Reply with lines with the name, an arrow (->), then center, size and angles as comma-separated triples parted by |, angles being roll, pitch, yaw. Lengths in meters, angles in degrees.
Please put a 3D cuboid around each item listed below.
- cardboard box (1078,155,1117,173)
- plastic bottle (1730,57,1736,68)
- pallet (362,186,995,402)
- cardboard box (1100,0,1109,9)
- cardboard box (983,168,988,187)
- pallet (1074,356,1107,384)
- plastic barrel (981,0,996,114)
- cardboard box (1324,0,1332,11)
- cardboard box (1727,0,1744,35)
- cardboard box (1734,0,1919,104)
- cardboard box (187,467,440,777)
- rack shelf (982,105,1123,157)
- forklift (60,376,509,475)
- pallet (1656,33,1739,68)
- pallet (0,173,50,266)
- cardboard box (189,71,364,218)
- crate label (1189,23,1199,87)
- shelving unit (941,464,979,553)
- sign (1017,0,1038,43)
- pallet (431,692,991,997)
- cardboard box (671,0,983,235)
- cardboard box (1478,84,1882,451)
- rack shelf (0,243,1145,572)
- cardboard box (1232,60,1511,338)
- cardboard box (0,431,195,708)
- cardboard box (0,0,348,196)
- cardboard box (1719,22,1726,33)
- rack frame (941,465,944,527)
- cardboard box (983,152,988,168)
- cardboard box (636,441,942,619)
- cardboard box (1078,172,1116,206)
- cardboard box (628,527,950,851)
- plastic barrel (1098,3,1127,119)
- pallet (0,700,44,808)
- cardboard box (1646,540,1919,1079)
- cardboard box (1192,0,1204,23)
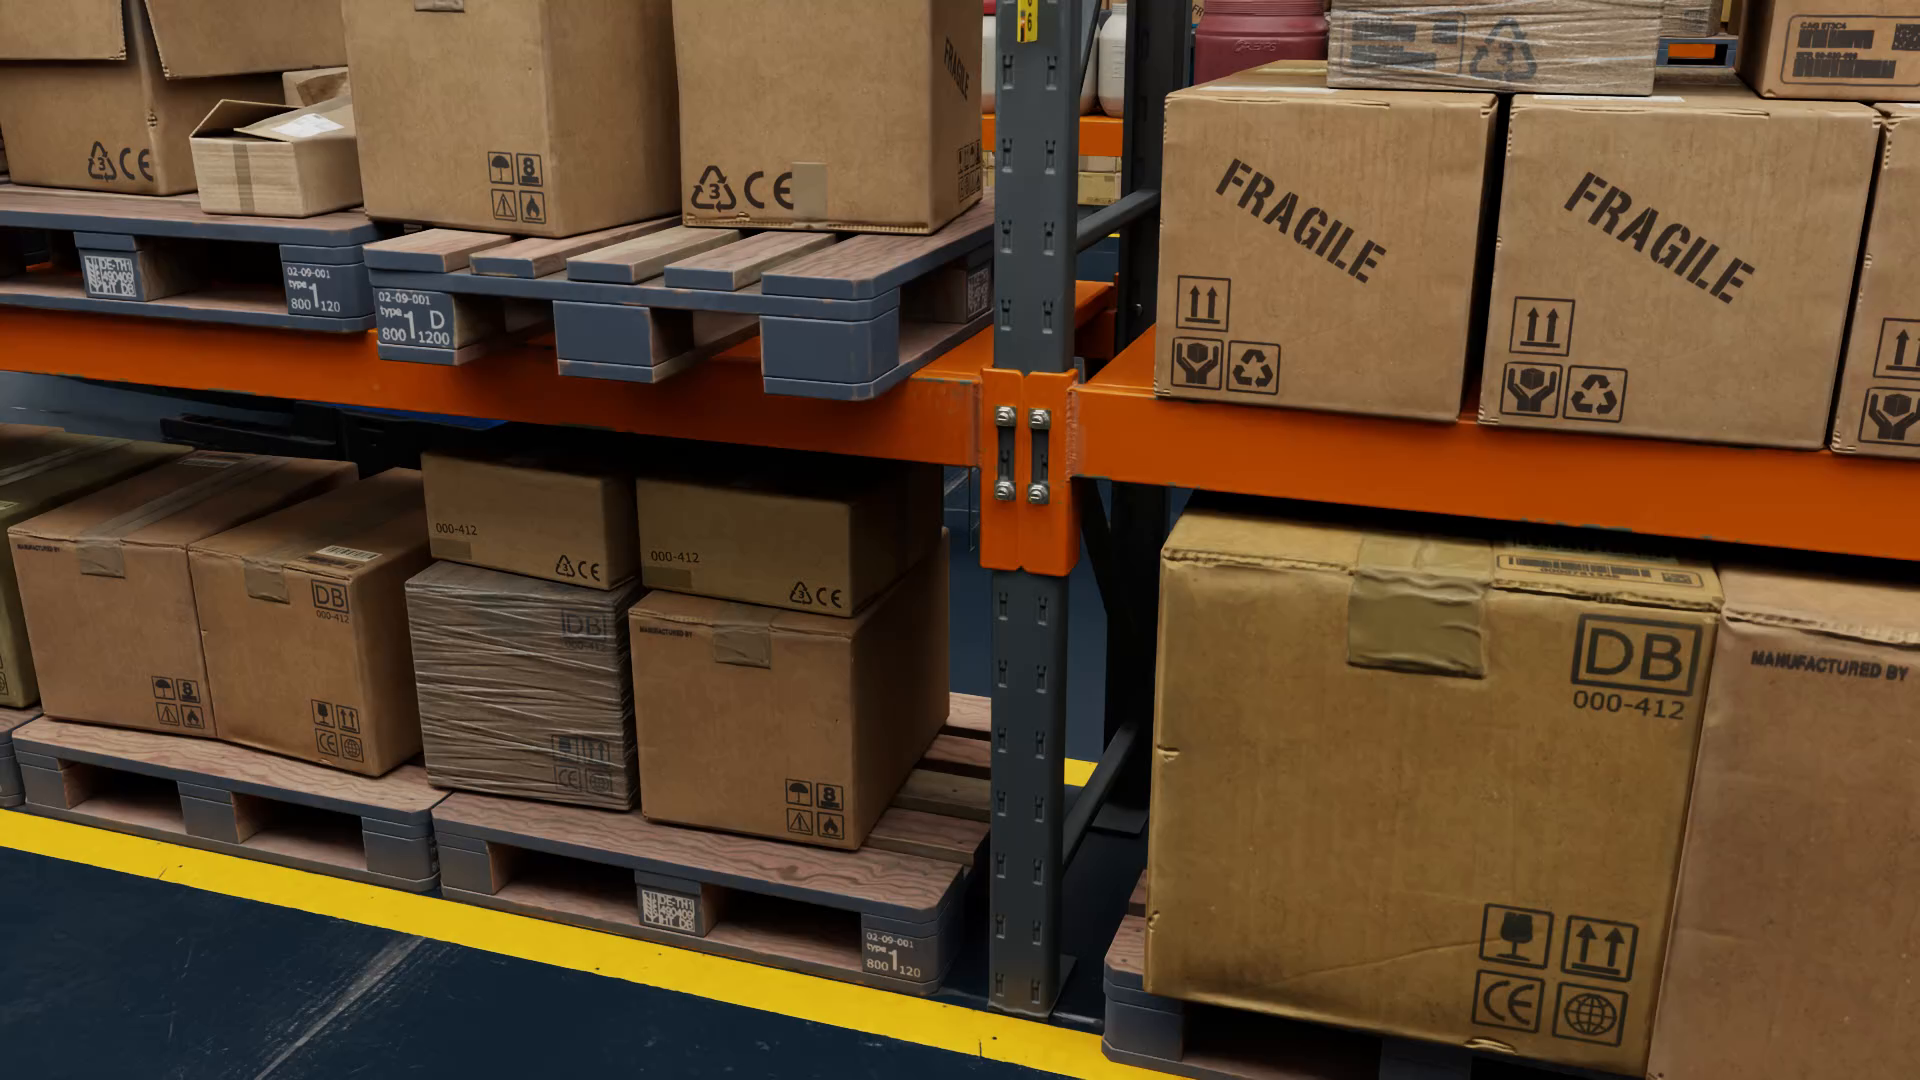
cardboard box -> 1.024, -3.058, 12.981 | 0.500, 0.311, 0.500 | 6, 20, 16
plastic bottle -> 3.506, -2.066, 7.622 | 0.133, 0.283, 0.061 | 7, 20, 18
pallet -> -0.429, -0.569, 3.442 | 1.003, 0.211, 1.213 | 7, 20, 18
cardboard box -> 0.972, -4.029, 12.927 | 0.500, 0.500, 0.500 | 8, 21, 22
cardboard box -> 0.054, -2.906, 13.396 | 0.500, 0.250, 0.500 | 6, 20, 17
pallet -> 1.185, -0.934, 8.436 | 1.213, 0.211, 1.003 | 7, 20, 18
plastic barrel -> 0.059, -2.354, 8.066 | 0.433, 0.535, 0.433 | 0, 19, 0
cardboard box -> 3.524, -5.666, 16.953 | 0.500, 0.500, 0.700 | 7, 20, 18
cardboard box -> 5.622, -3.680, 11.287 | 0.500, 0.500, 0.700 | 1, 19, 4
cardboard box -> 1.579, -0.981, 2.657 | 0.637, 0.503, 0.797 | 7, 20, 19
cardboard box -> -1.427, 0.176, 4.143 | 0.500, 0.500, 0.700 | 8, 21, 23
rack shelf -> 0.015, -2.032, 8.440 | 4.000, 0.370, 1.077 | 7, 20, 18
forklift -> -2.848, -1.869, 6.984 | 3.031, 2.935, 1.130 | 9, 21, 25
pallet -> 5.372, -3.396, 11.552 | 1.213, 0.211, 1.003 | 7, 20, 18
pallet -> -2.826, -0.829, 4.189 | 1.213, 0.211, 1.003 | 7, 20, 18
cardboard box -> -1.385, -0.846, 3.513 | 0.258, 0.266, 0.396 | 6, 20, 17
crate label -> 1.054, -2.363, 8.246 | 0.616, 0.435, 0.502 | 7, 20, 18
shelving unit -> -0.014, -0.568, 5.883 | 0.189, 1.200, 0.258 | 7, 20, 18
sign -> 0.110, -0.955, 2.620 | 0.005, 0.325, 0.100 | 7, 20, 18
pallet -> -0.459, 0.617, 3.987 | 1.213, 0.211, 1.003 | 7, 20, 18
cardboard box -> -0.245, -0.907, 3.330 | 0.500, 0.500, 0.500 | 4, 20, 11
cardboard box -> 1.136, -0.470, 2.717 | 0.500, 0.500, 0.500 | 6, 20, 17
rack shelf -> -1.611, -0.492, 4.022 | 4.000, 0.370, 1.077 | 7, 20, 18
cardboard box -> 0.826, -0.686, 3.336 | 0.500, 0.500, 0.500 | 7, 20, 20
cardboard box -> -2.483, 0.056, 4.489 | 0.500, 0.500, 0.700 | 6, 20, 18
cardboard box -> -1.832, -1.136, 3.983 | 0.637, 0.503, 0.797 | 9, 21, 24
cardboard box -> 7.089, -4.826, 15.715 | 0.250, 0.149, 0.380 | 7, 20, 20
rack frame -> -0.100, -0.578, 5.912 | 0.006, 1.200, 0.240 | 7, 20, 18
cardboard box -> 0.063, -3.170, 13.300 | 0.500, 0.311, 0.500 | 7, 20, 18
cardboard box -> -0.364, -0.060, 3.681 | 0.500, 0.250, 0.500 | 7, 21, 20
cardboard box -> 1.027, -2.796, 13.079 | 0.500, 0.250, 0.500 | 6, 20, 16
cardboard box -> -0.361, 0.291, 3.813 | 0.500, 0.500, 0.700 | 5, 20, 15
plastic barrel -> 0.862, -2.253, 7.812 | 0.421, 0.512, 0.421 | 0, 19, 0
pallet -> -2.764, 0.353, 4.743 | 1.213, 0.211, 1.003 | 7, 20, 18
cardboard box -> 1.763, 0.369, 3.049 | 0.875, 0.875, 1.225 | 7, 20, 18
cardboard box -> 1.943, -3.918, 12.608 | 0.500, 0.500, 0.500 | 5, 20, 15
